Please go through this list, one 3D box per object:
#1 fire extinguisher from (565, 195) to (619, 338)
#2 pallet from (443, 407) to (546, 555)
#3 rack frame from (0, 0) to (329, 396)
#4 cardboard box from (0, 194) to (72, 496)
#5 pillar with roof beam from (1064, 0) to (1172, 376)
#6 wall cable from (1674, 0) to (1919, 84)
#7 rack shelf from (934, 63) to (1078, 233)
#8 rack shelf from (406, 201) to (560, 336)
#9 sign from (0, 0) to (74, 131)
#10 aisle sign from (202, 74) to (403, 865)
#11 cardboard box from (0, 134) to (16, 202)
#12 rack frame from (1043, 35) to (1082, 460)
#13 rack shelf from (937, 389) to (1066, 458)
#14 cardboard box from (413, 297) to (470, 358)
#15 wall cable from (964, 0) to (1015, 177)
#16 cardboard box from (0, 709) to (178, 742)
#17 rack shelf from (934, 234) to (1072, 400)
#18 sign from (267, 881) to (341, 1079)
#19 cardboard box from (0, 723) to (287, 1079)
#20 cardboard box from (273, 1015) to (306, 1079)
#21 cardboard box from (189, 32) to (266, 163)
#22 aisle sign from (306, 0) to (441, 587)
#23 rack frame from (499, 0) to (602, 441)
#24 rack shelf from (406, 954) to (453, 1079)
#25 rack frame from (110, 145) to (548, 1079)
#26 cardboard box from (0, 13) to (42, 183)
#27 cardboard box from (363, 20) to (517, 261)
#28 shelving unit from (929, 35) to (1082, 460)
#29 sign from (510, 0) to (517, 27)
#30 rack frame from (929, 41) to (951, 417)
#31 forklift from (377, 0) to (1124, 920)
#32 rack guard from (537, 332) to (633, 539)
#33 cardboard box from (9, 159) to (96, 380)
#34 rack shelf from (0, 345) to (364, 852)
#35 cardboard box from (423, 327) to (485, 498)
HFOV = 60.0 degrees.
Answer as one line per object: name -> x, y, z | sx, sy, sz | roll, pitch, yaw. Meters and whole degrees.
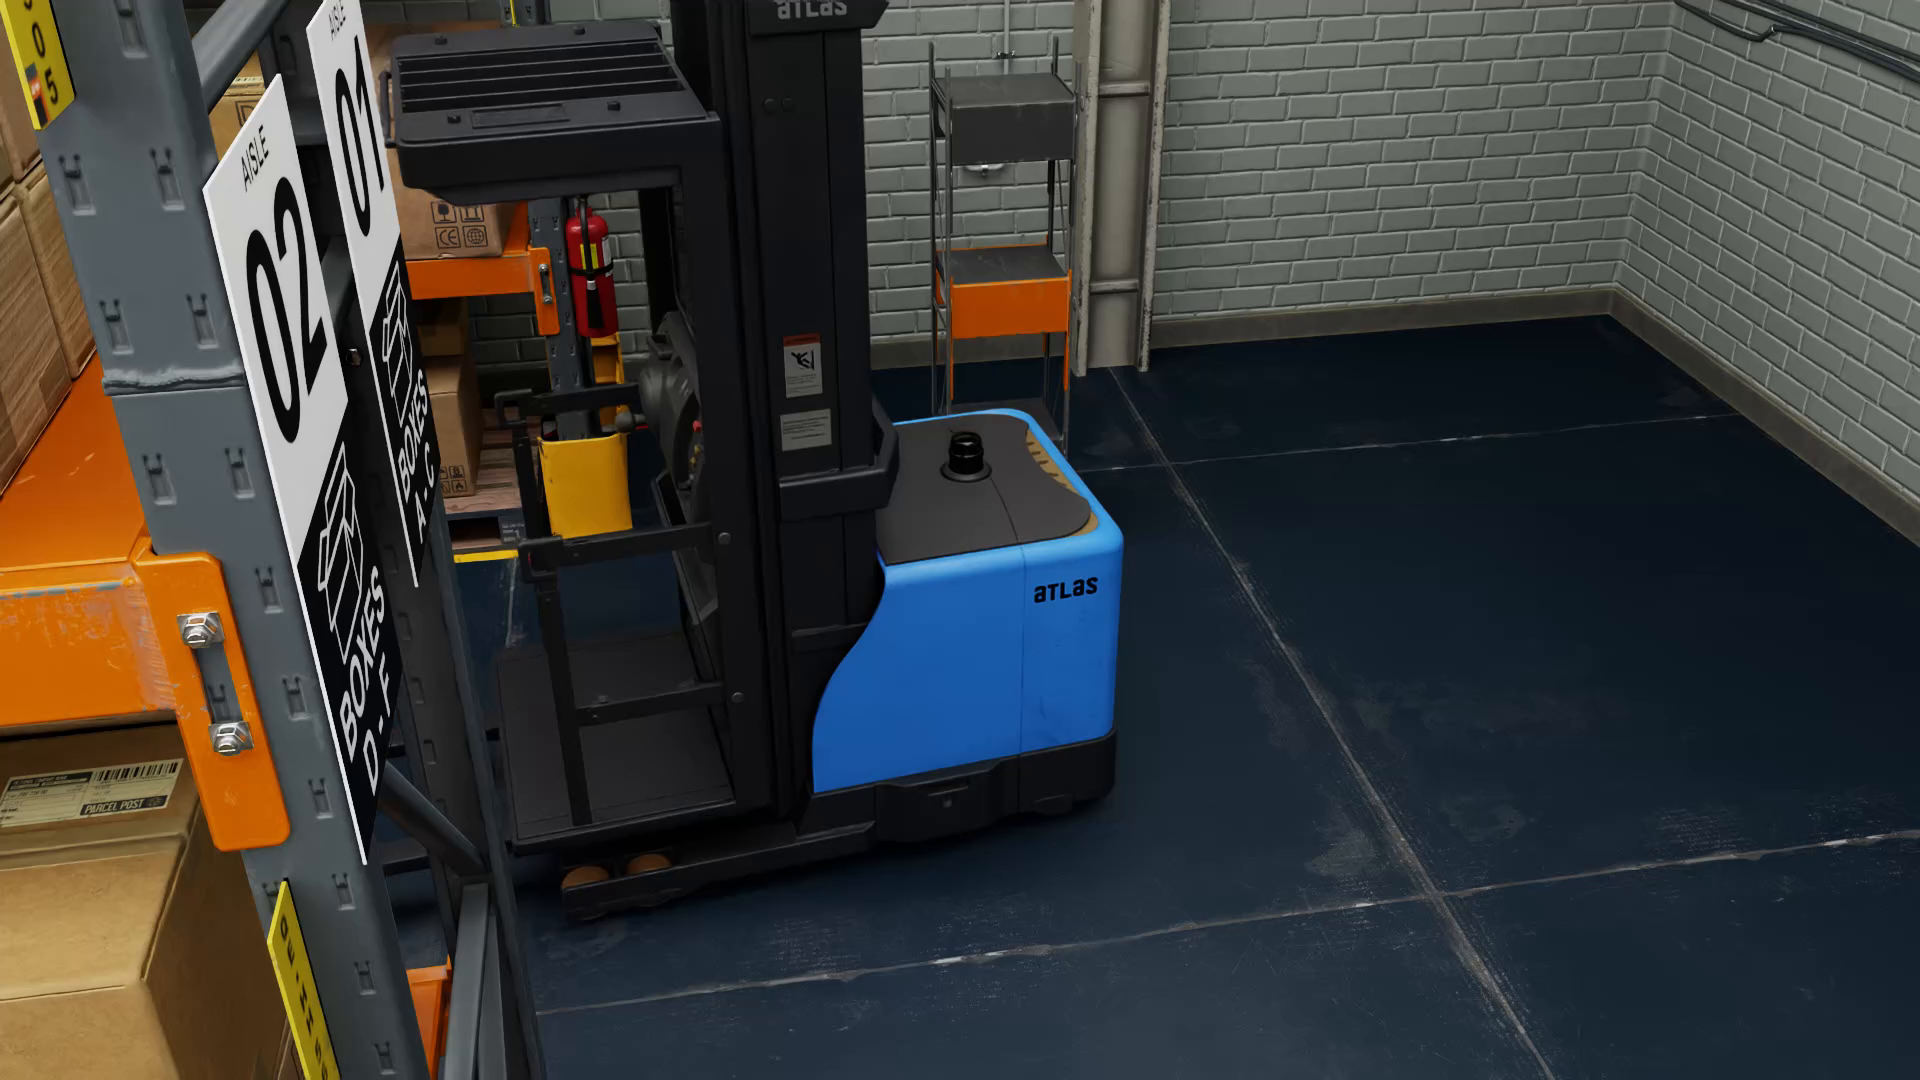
fire extinguisher -> -1.494, -1.156, 6.701 | 0.183, 0.674, 0.296 | -5, 31, -9
pallet -> -2.498, -0.252, 7.471 | 1.213, 0.211, 1.003 | -5, 31, -9
rack frame -> -0.830, -1.683, 1.234 | 0.127, 3.000, 1.000 | -5, 31, -9
cardboard box -> -1.288, -0.147, 1.729 | 0.500, 0.250, 0.500 | -5, 31, -9
pillar with roof beam -> 1.550, -2.684, 2.936 | 0.400, 9.000, 9.100 | -5, 31, -9
wall cable -> 3.902, -3.152, 6.796 | 0.112, 2.526, 3.097 | -5, 31, -9
rack shelf -> 0.163, -1.512, 6.396 | 0.480, 0.518, 0.431 | -5, 31, -9
rack shelf -> -3.693, -1.074, 6.826 | 4.000, 0.370, 1.077 | -5, 31, -9
sign -> -0.750, -0.493, 1.296 | 0.005, 0.325, 0.100 | -5, 31, -9
aisle sign -> -0.708, -0.071, 1.846 | 0.004, 0.787, 0.394 | -5, 31, -9
cardboard box -> -1.289, -0.367, 1.610 | 0.500, 0.250, 0.500 | -5, 31, -9
rack frame -> 0.403, -0.943, 6.781 | 0.015, 2.100, 0.400 | -5, 31, -9
rack shelf -> 0.163, -0.305, 7.105 | 0.480, 0.518, 0.431 | -5, 31, -9
cardboard box -> -2.309, -0.947, 7.313 | 0.250, 0.149, 0.380 | -5, 31, -9
wall cable -> -0.637, -2.593, 7.698 | 1.851, 1.984, 0.084 | -5, 31, -9
cardboard box -> -1.314, 0.338, 2.630 | 0.500, 0.500, 0.500 | -4, 31, -7
rack shelf -> 0.163, -0.908, 6.750 | 0.480, 0.518, 0.431 | -5, 31, -9
sign -> -0.750, 0.546, 1.907 | 0.005, 0.325, 0.100 | -5, 31, -9
cardboard box -> -1.218, 0.607, 2.173 | 0.500, 0.500, 0.500 | -6, 31, -9
cardboard box -> -1.221, 1.037, 2.429 | 0.500, 0.500, 0.500 | -4, 31, -7
cardboard box -> -2.939, -1.572, 6.668 | 0.700, 0.700, 0.980 | -6, 31, -9
aisle sign -> -0.816, -0.370, 2.355 | 0.004, 0.787, 0.394 | -5, 31, -9
rack frame -> -1.726, -1.566, 6.954 | 0.127, 3.000, 1.000 | -5, 31, -9
rack shelf -> -2.797, 1.396, 2.626 | 4.000, 0.370, 1.077 | -5, 31, -9
rack frame -> -0.830, 0.903, 2.755 | 0.127, 3.000, 1.000 | -5, 31, -9
cardboard box -> -1.382, -0.624, 2.046 | 0.500, 0.250, 0.500 | -5, 31, -9
cardboard box -> -2.226, -1.644, 6.791 | 0.700, 0.700, 0.980 | -4, 31, -7
shelving unit -> 0.163, -0.920, 6.743 | 0.503, 2.100, 0.431 | -5, 31, -9
sign -> -1.642, -1.896, 6.139 | 0.005, 0.325, 0.100 | -5, 31, -9
rack frame -> -0.077, -0.898, 6.706 | 0.015, 2.100, 0.400 | -5, 31, -9
forklift -> -1.046, -0.372, 4.990 | 3.031, 2.935, 1.130 | -9, 32, -15
rack guard -> -1.702, -0.491, 7.592 | 0.348, 0.500, 1.175 | -5, 31, -9
cardboard box -> -1.381, -0.405, 2.168 | 0.500, 0.250, 0.500 | -5, 31, -9
rack shelf -> -2.797, 0.103, 1.866 | 4.000, 0.370, 1.077 | -5, 31, -9
cardboard box -> -2.396, -0.556, 7.288 | 0.500, 0.500, 0.700 | -5, 31, -9
